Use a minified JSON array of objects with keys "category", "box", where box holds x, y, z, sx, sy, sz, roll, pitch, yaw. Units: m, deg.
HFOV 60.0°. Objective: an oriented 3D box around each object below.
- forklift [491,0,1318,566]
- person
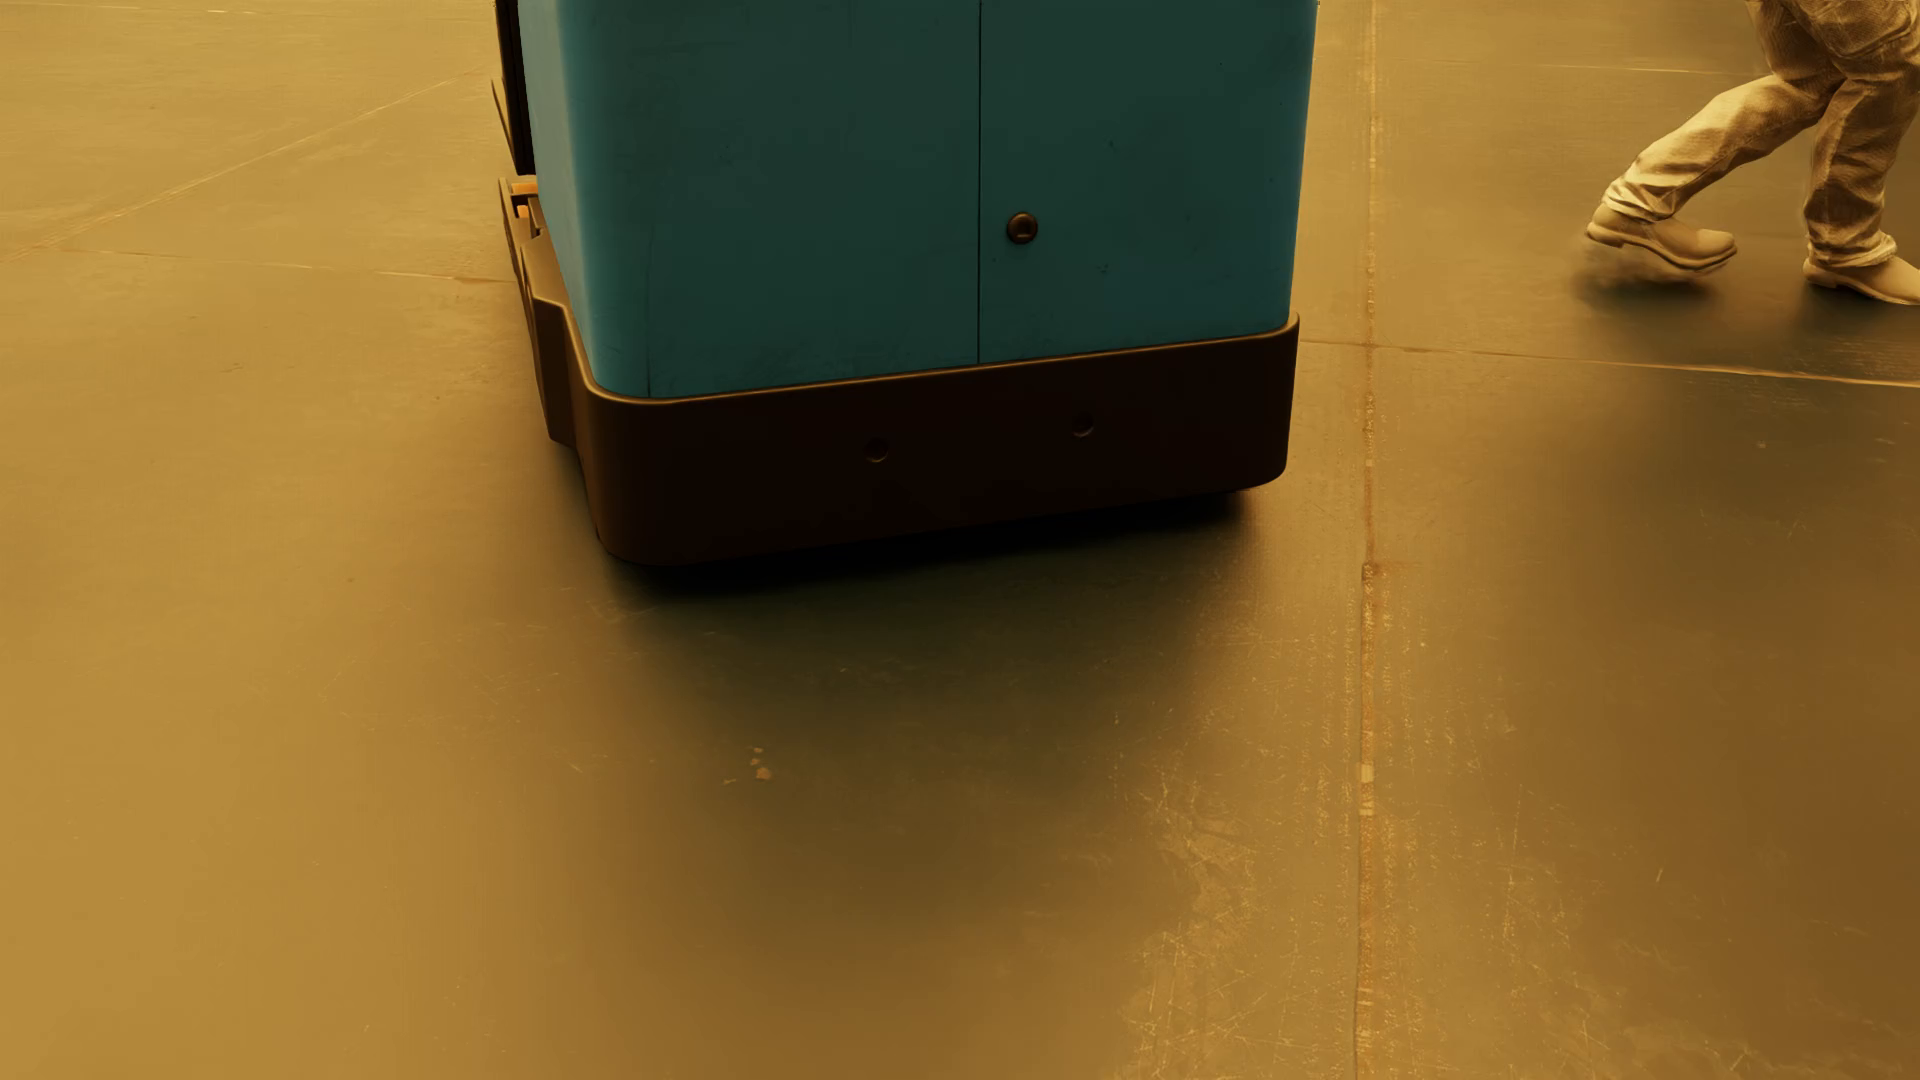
[{"category":"forklift","box":[-0.415,-1.918,3.047,1.130,2.935,3.031,-8,28,-15]},{"category":"person","box":[1.736,-1.218,3.118,0.854,1.646,0.874,14,30,25]}]
